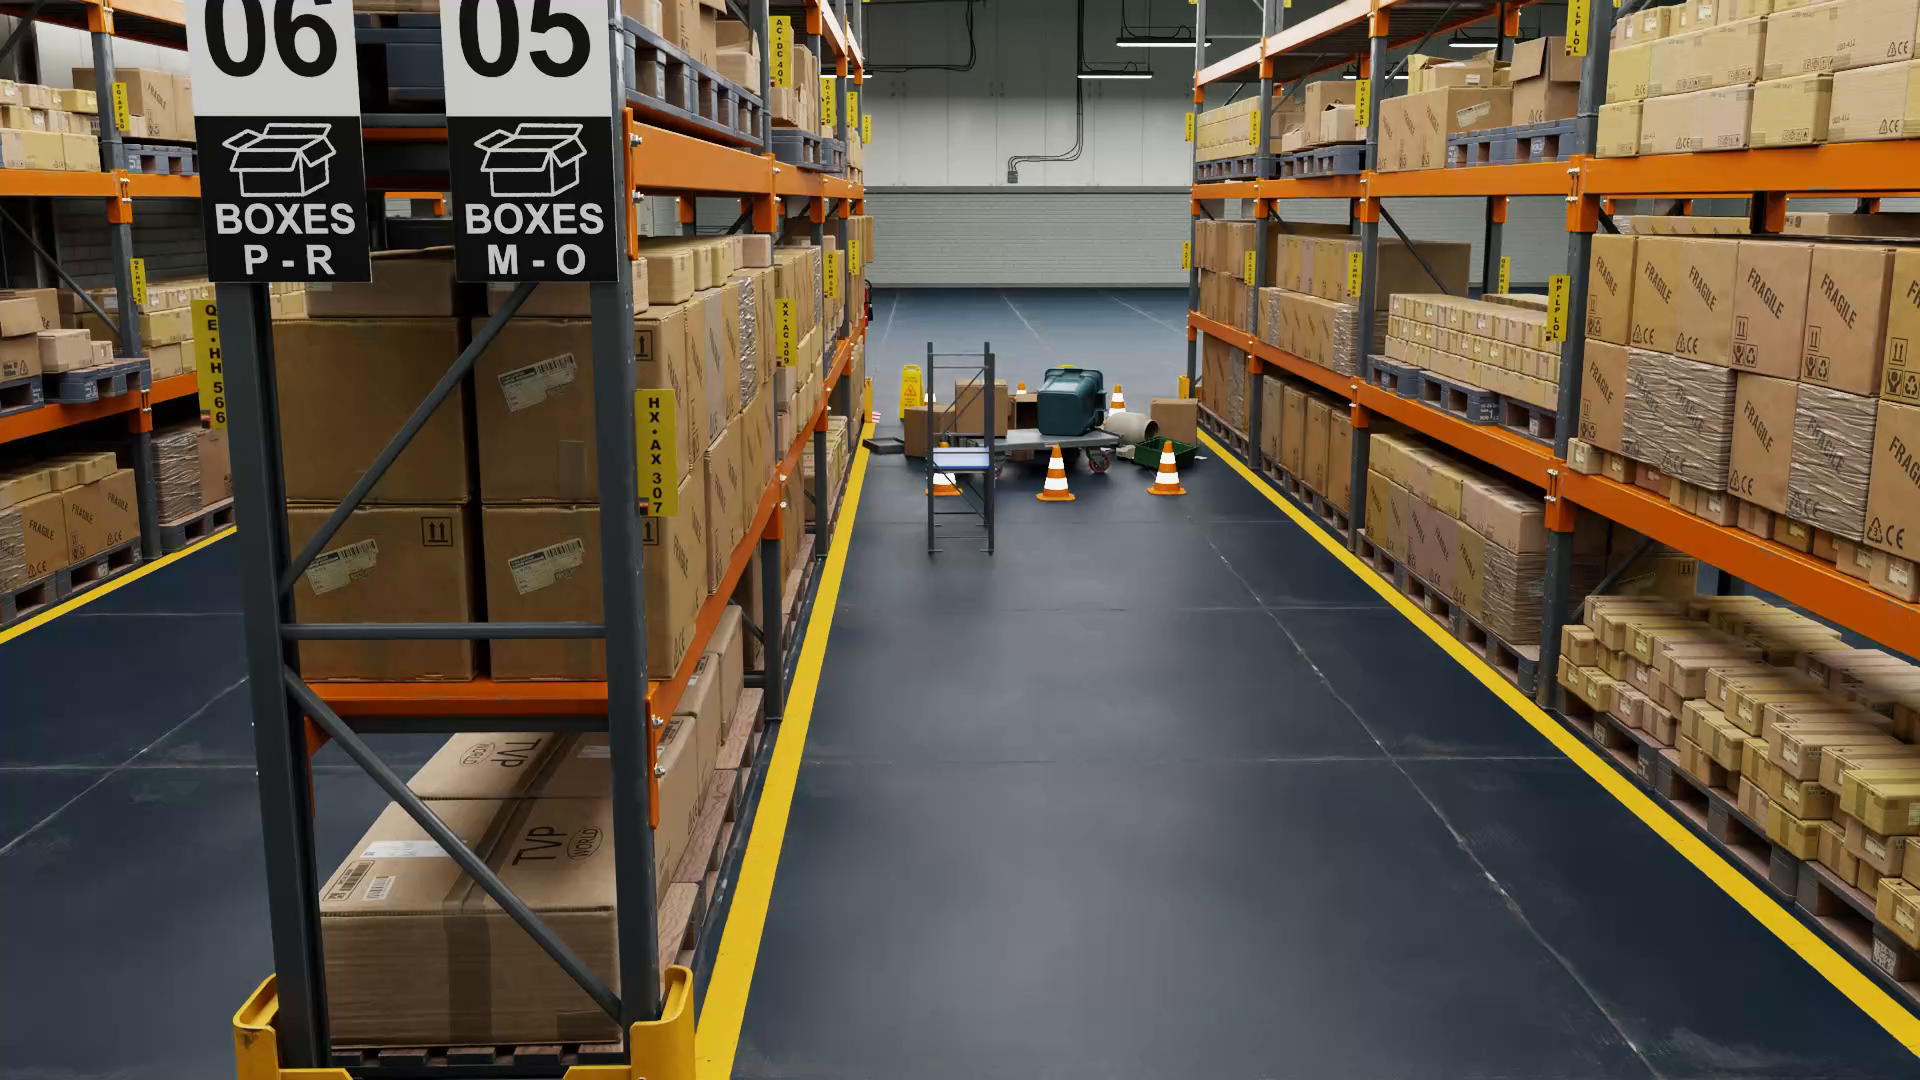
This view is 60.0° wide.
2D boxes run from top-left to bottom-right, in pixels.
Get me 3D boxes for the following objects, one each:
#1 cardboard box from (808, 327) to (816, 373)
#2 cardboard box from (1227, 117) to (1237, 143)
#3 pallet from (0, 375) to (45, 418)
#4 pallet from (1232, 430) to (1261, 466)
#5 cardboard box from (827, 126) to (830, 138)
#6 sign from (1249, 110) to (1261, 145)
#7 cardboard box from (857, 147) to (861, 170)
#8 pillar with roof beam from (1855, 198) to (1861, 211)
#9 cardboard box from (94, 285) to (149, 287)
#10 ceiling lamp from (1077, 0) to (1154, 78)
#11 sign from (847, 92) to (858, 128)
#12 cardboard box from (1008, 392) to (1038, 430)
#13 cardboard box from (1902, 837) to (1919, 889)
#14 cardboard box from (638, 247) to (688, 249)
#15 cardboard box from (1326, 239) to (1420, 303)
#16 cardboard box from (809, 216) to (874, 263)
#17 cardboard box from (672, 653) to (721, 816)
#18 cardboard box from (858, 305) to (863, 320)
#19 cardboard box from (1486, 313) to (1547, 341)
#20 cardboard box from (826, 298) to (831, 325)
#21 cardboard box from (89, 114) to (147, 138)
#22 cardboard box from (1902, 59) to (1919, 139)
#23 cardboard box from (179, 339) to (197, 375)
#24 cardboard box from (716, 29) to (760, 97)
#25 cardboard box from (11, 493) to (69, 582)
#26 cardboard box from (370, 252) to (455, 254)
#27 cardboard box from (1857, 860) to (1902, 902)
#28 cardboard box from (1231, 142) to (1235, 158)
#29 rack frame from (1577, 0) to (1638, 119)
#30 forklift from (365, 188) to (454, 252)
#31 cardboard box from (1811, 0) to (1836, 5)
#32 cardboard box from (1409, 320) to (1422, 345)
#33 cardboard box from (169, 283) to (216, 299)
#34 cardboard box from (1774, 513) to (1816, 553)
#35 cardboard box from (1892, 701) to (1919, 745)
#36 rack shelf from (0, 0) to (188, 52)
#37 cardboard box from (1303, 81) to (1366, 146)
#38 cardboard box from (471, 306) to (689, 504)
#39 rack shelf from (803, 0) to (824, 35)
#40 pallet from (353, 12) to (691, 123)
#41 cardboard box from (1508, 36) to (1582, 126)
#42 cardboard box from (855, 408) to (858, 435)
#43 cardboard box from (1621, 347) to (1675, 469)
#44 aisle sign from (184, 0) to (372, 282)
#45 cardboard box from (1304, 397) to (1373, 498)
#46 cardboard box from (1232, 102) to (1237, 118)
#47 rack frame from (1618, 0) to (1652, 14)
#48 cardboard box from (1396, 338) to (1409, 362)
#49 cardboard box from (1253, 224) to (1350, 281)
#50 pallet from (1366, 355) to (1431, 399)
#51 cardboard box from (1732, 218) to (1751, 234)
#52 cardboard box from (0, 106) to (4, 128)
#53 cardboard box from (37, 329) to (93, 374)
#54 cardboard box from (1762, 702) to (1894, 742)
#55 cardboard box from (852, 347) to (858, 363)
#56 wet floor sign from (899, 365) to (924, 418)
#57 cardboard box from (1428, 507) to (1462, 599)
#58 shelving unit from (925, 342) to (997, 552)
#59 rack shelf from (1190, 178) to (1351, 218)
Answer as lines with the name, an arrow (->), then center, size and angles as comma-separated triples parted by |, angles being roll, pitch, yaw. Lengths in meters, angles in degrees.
cardboard box -> -1.181, -1.219, 10.644 | 0.500, 0.250, 0.500 | -1, 11, -3
cardboard box -> 3.088, -4.276, 17.369 | 0.500, 0.250, 0.500 | 0, 11, -2
pallet -> -6.408, -0.845, 10.162 | 1.003, 0.211, 1.213 | 0, 11, -1
pallet -> 3.436, -0.967, 17.295 | 1.003, 0.211, 1.213 | 0, 11, -1
cardboard box -> -1.411, -3.528, 14.681 | 0.500, 0.250, 0.500 | 0, 11, 0
sign -> 2.819, -3.942, 15.900 | 0.100, 0.325, 0.005 | 0, 11, -1
cardboard box -> -1.351, -4.175, 18.181 | 0.500, 0.250, 0.500 | 0, 11, 0
pillar with roof beam -> 19.188, -10.596, 42.656 | 9.100, 9.000, 0.548 | 0, 11, -1
cardboard box -> -6.726, -1.960, 13.294 | 0.380, 0.149, 0.250 | 0, 11, -1
ceiling lamp -> 4.092, -13.820, 43.864 | 2.000, 3.185, 0.800 | 0, 11, -1
sign -> -1.018, -4.061, 15.697 | 0.100, 0.325, 0.005 | 0, 11, -1
cardboard box -> 0.912, -1.375, 18.569 | 0.797, 0.503, 0.637 | -10, 15, -40
cardboard box -> 3.374, 1.093, 5.493 | 0.380, 0.149, 0.250 | -1, 11, -2
cardboard box -> -1.105, -0.893, 5.519 | 0.380, 0.149, 0.250 | 0, 11, -1
cardboard box -> 3.433, -2.218, 13.680 | 0.700, 0.500, 0.500 | 0, 11, -2
cardboard box -> -1.311, -3.319, 18.362 | 0.700, 0.500, 0.500 | 0, 11, -2
cardboard box -> -1.483, 0.802, 6.951 | 0.875, 0.438, 0.875 | -1, 11, -3
cardboard box -> -1.299, -2.588, 18.904 | 0.380, 0.149, 0.250 | 0, 11, 0
cardboard box -> 3.319, -1.251, 9.760 | 0.380, 0.149, 0.250 | -1, 11, -3
cardboard box -> -1.286, -1.941, 13.027 | 0.500, 0.500, 0.500 | 0, 11, 2
cardboard box -> -6.157, -3.006, 12.069 | 0.380, 0.166, 0.250 | 0, 11, -1
cardboard box -> 3.330, -1.384, 5.169 | 0.500, 0.250, 0.500 | 0, 11, -1
cardboard box -> -6.223, -1.441, 12.995 | 0.500, 0.250, 0.500 | 0, 11, -2
cardboard box -> -1.075, -2.085, 7.277 | 0.396, 0.266, 0.258 | 0, 11, 1
cardboard box -> -6.216, -0.019, 10.841 | 0.500, 0.500, 0.500 | 0, 11, 1
cardboard box -> -1.651, -0.785, 4.987 | 0.380, 0.149, 0.250 | 0, 11, -2
cardboard box -> 3.377, 1.187, 5.776 | 0.380, 0.149, 0.250 | 0, 11, -1
cardboard box -> 3.025, -4.057, 17.291 | 0.380, 0.149, 0.250 | 0, 11, 0
rack frame -> 3.539, -3.532, 7.836 | 1.000, 3.000, 0.127 | 0, 11, -1
forklift -> -3.362, -1.095, 11.086 | 1.130, 2.935, 3.031 | -1, 11, -3
cardboard box -> 3.311, -2.005, 5.968 | 0.380, 0.149, 0.250 | -1, 11, -3
cardboard box -> 3.282, -1.412, 11.300 | 0.380, 0.149, 0.250 | -1, 11, -3
cardboard box -> -6.202, -2.013, 13.556 | 0.380, 0.149, 0.250 | 0, 11, 0
cardboard box -> 3.372, -0.046, 6.375 | 0.380, 0.149, 0.250 | 0, 11, 0
cardboard box -> 3.904, 0.736, 6.505 | 0.380, 0.149, 0.250 | 0, 11, 0
rack shelf -> -6.494, -4.115, 13.522 | 1.077, 0.370, 4.000 | 0, 11, -1
cardboard box -> 3.141, -3.505, 13.689 | 0.500, 0.500, 0.500 | 0, 11, -1
cardboard box -> -1.050, -0.392, 4.680 | 0.500, 0.500, 0.500 | 0, 11, -2
rack shelf -> -1.449, -3.341, 9.707 | 1.077, 0.370, 4.000 | 0, 11, -1
pallet -> -1.351, -1.330, 4.751 | 1.003, 0.211, 1.213 | 0, 11, -1
cardboard box -> 3.639, -2.626, 9.598 | 0.797, 0.503, 0.637 | 0, 11, -2
cardboard box -> -1.338, -1.224, 17.409 | 0.500, 0.250, 0.500 | 0, 11, 2
cardboard box -> 3.315, -0.589, 7.417 | 0.500, 0.500, 0.500 | 0, 11, -1
aisle sign -> -1.634, -1.015, 3.978 | 0.394, 0.787, 0.004 | 0, 11, -1
cardboard box -> 3.512, -0.785, 13.988 | 1.050, 0.750, 0.750 | 0, 11, 0
cardboard box -> 3.026, -4.447, 17.211 | 0.380, 0.149, 0.250 | 0, 11, -1
rack frame -> 8.252, -5.918, 19.595 | 1.000, 3.000, 0.127 | 0, 11, -1
cardboard box -> 3.269, -1.327, 11.629 | 0.380, 0.149, 0.250 | 0, 11, 2
cardboard box -> 3.401, -2.858, 16.511 | 0.875, 0.550, 0.550 | 0, 11, -1
pallet -> 3.578, -1.152, 11.674 | 1.213, 0.211, 1.003 | 0, 11, -1
cardboard box -> 8.050, -2.956, 16.568 | 0.500, 0.500, 0.500 | 0, 11, -1
cardboard box -> -6.235, -2.645, 10.382 | 0.380, 0.149, 0.250 | 0, 11, -1
cardboard box -> -6.108, -1.249, 10.994 | 0.500, 0.250, 0.500 | -1, 11, -4
cardboard box -> 3.380, 0.740, 6.485 | 0.380, 0.149, 0.250 | -1, 11, -3
cardboard box -> -1.270, -1.931, 17.375 | 0.380, 0.149, 0.250 | 0, 11, 1
wet floor sign -> -0.590, -1.825, 20.433 | 0.267, 0.644, 0.232 | 4, 12, 18
cardboard box -> 3.255, 0.077, 10.364 | 0.500, 0.500, 0.500 | 0, 11, -2
shelving unit -> -0.002, -0.752, 12.994 | 0.538, 1.500, 1.048 | 0, 11, -1
rack shelf -> 3.332, -3.697, 18.004 | 1.077, 0.370, 4.000 | 0, 11, -1
